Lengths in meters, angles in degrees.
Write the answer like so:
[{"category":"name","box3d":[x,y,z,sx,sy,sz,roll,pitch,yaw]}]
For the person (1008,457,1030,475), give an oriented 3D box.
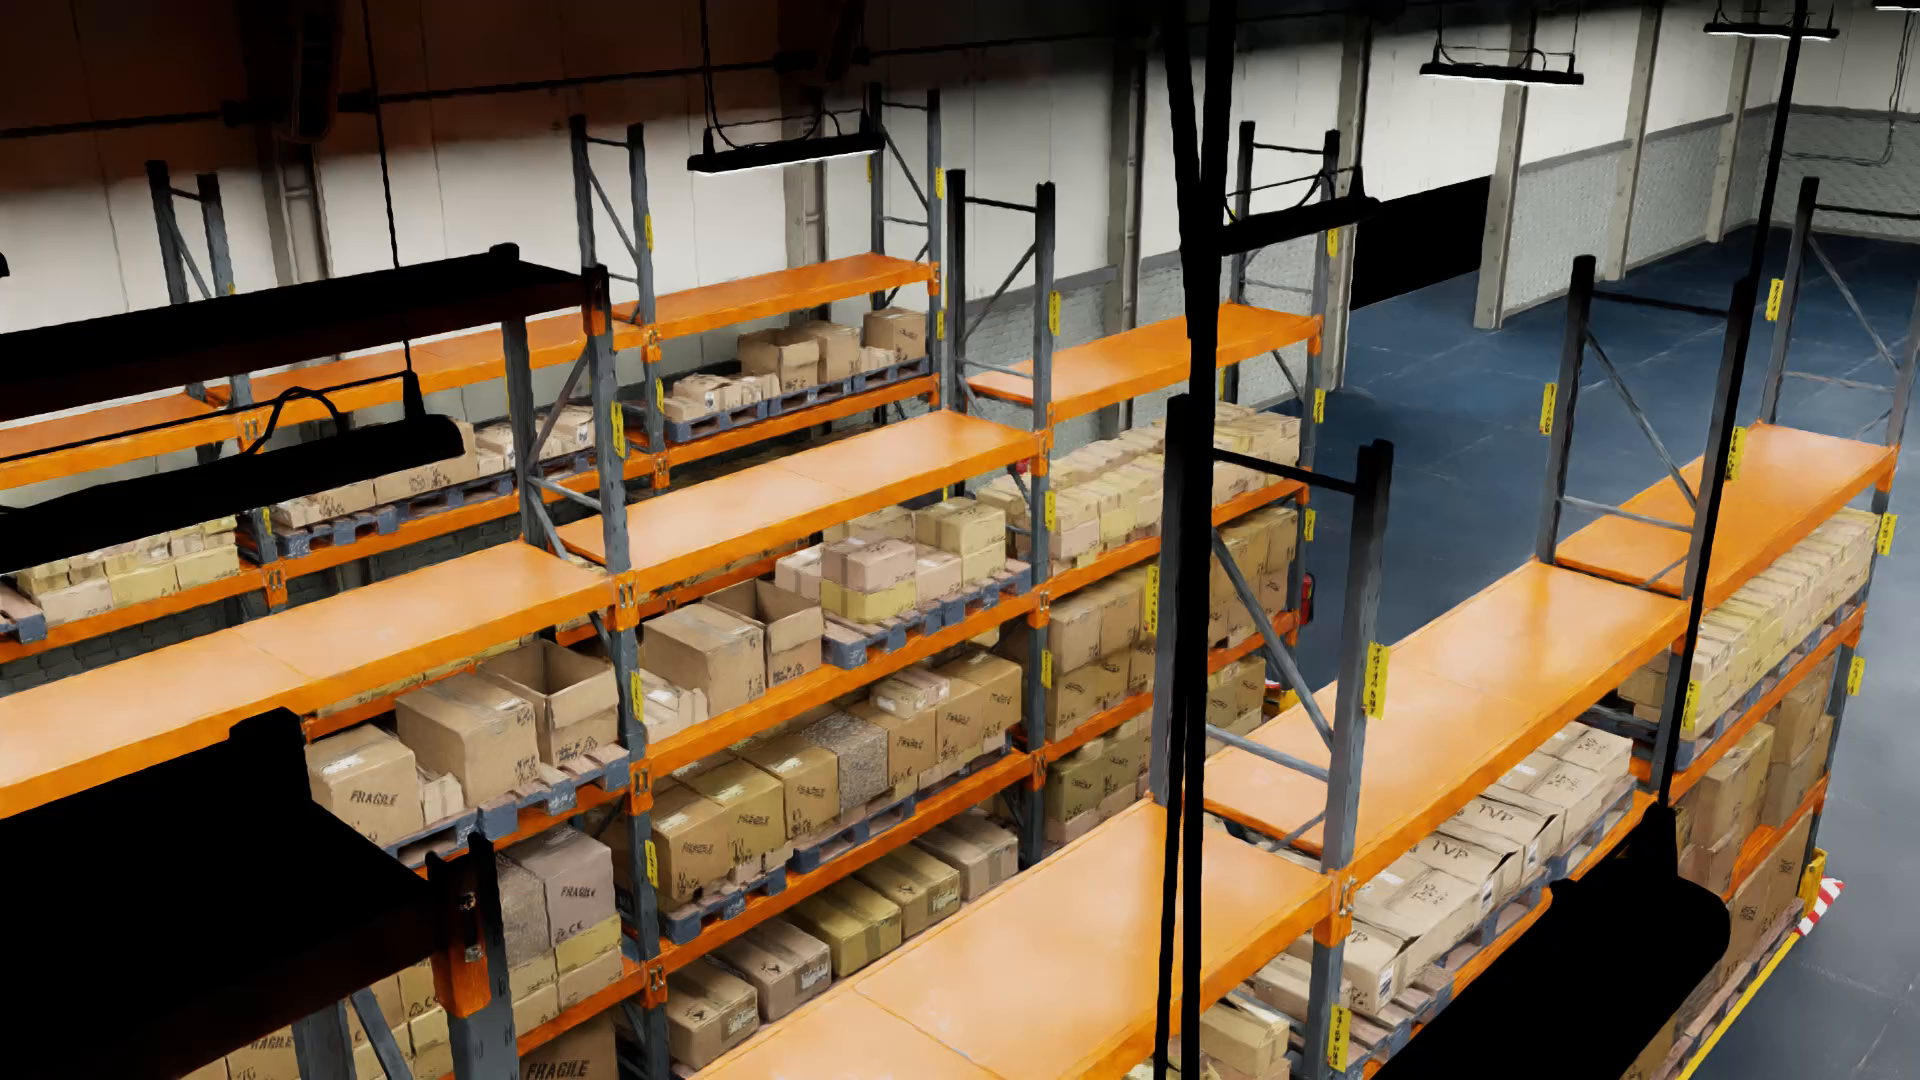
[{"category":"person","box3d":[0.741,-0.494,20.889,0.426,1.720,0.658,4,22,11]}]
